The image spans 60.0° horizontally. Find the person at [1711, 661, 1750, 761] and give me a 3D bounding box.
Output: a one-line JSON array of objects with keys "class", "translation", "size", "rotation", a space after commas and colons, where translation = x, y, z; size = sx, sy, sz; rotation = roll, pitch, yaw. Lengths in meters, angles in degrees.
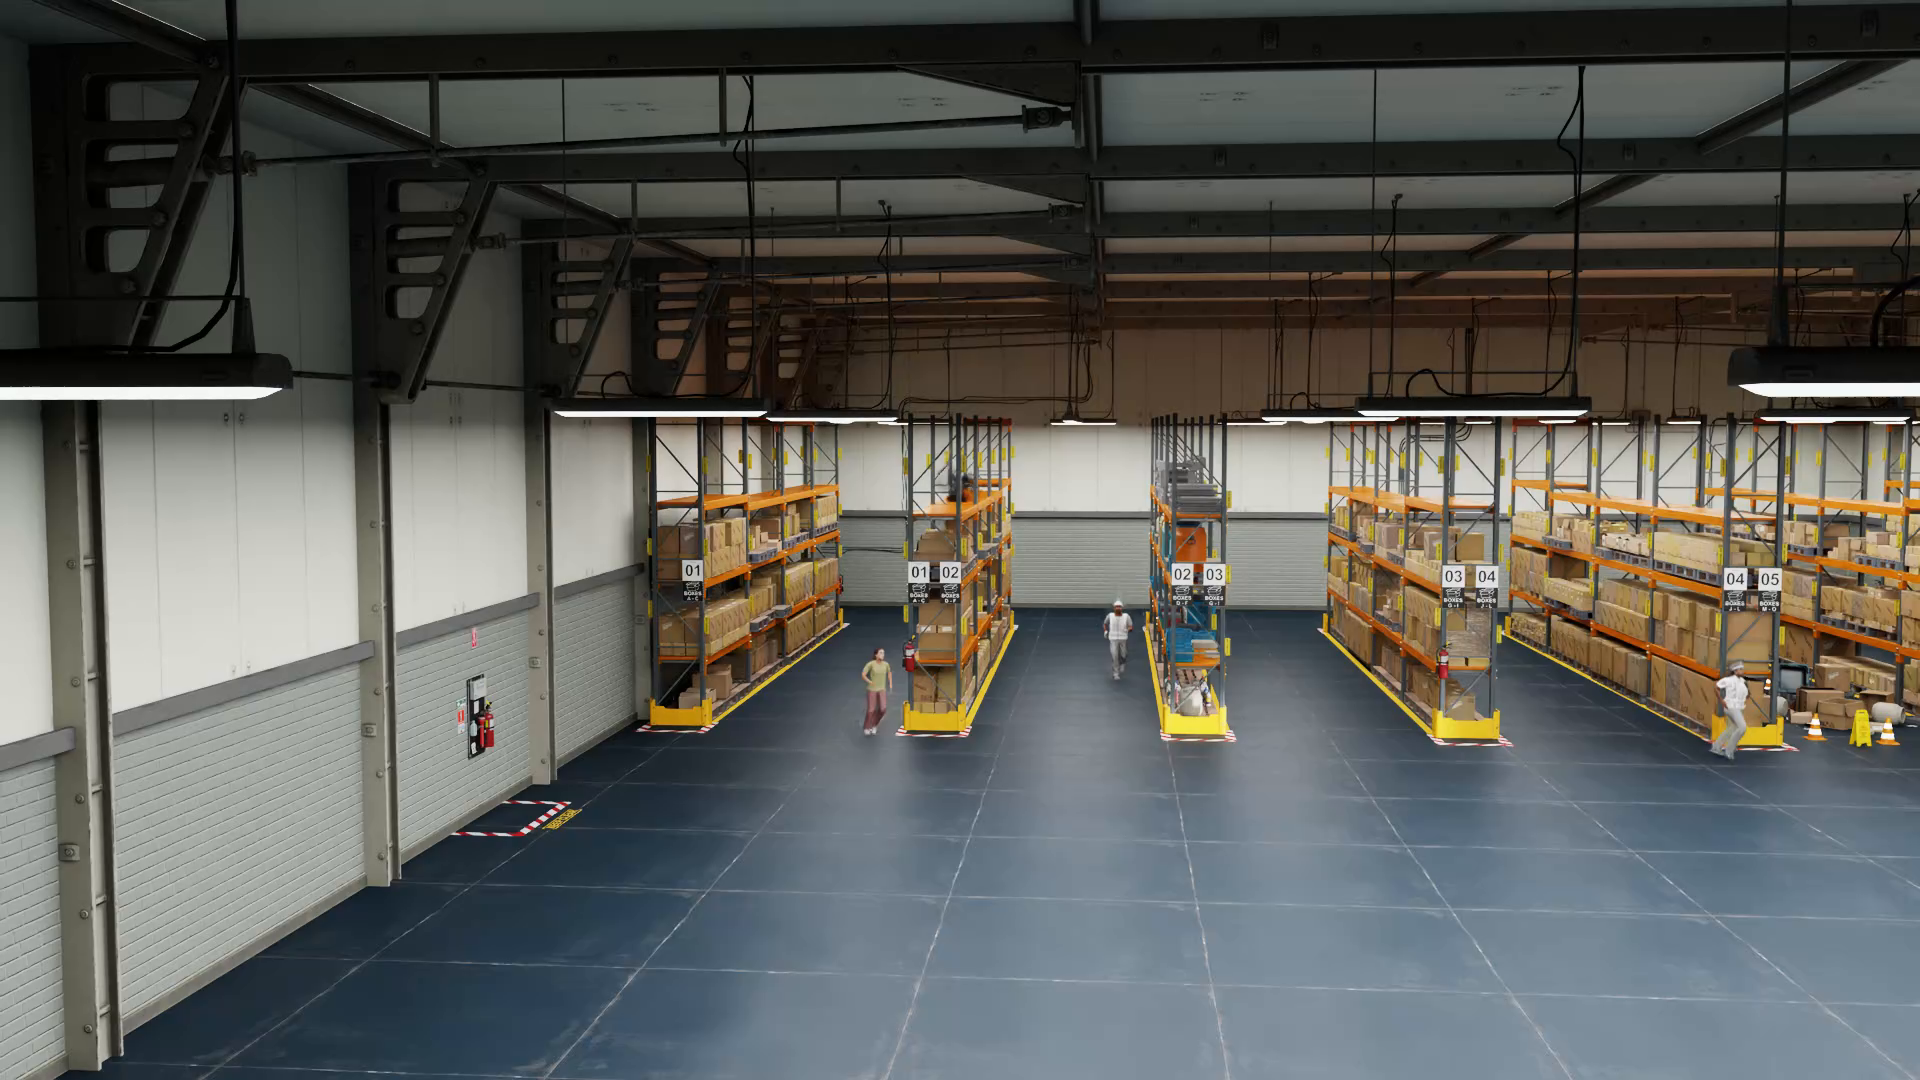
[{"class": "person", "translation": [13.439, 2.951, 28.880], "size": [0.579, 1.705, 0.636], "rotation": [-3, 5, -38]}]

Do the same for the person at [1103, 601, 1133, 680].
[{"class": "person", "translation": [3.590, 2.265, 37.779], "size": [0.698, 1.757, 0.886], "rotation": [0, 4, 4]}]

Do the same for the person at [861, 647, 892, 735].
[{"class": "person", "translation": [-1.523, 2.814, 30.986], "size": [0.647, 1.634, 0.567], "rotation": [-2, 4, -23]}]
